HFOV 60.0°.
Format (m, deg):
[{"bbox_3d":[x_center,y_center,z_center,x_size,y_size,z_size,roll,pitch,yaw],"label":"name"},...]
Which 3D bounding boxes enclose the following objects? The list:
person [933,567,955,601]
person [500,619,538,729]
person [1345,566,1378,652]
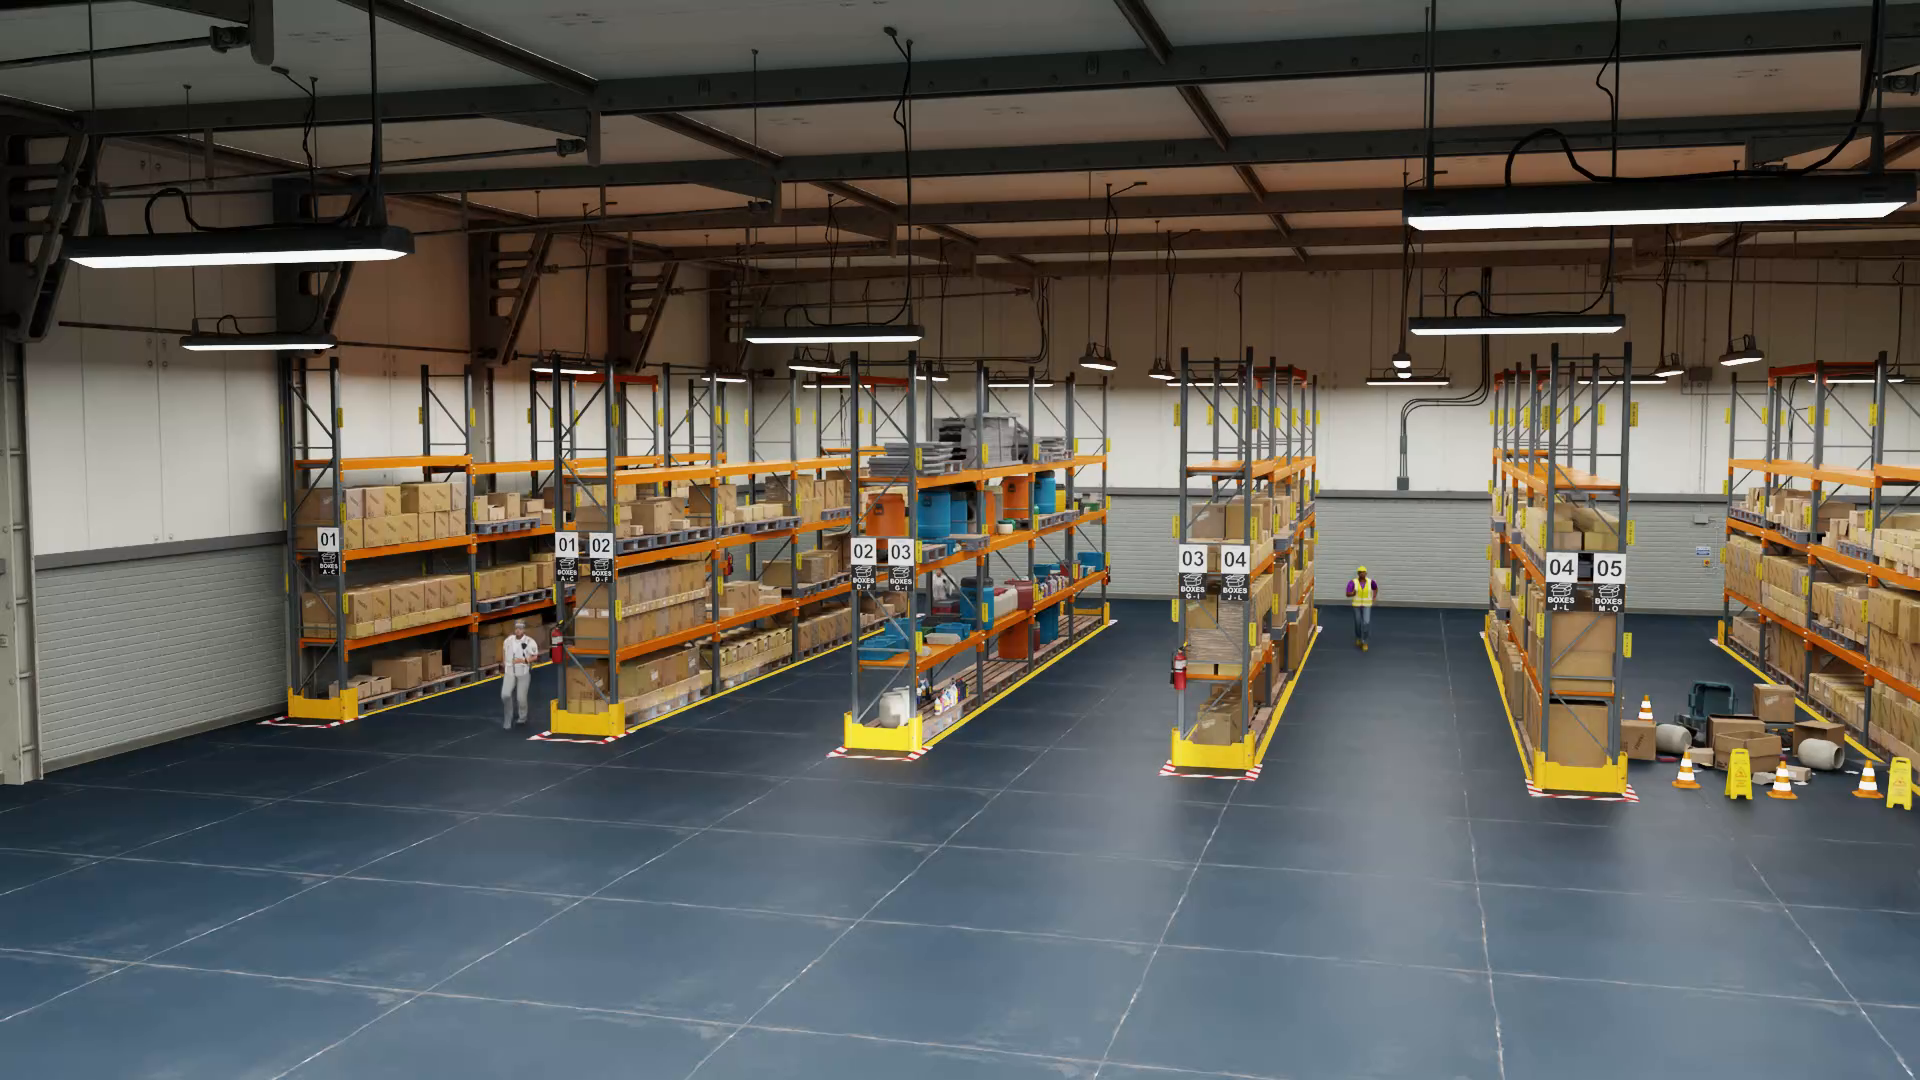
[{"bbox_3d":[-0.455,1.342,38.557,0.592,1.608,0.800,1,4,13],"label":"person"},{"bbox_3d":[-7.138,2.175,26.908,0.643,1.819,0.723,0,4,1],"label":"person"},{"bbox_3d":[8.681,1.463,35.961,0.683,1.808,0.844,1,4,12],"label":"person"}]
